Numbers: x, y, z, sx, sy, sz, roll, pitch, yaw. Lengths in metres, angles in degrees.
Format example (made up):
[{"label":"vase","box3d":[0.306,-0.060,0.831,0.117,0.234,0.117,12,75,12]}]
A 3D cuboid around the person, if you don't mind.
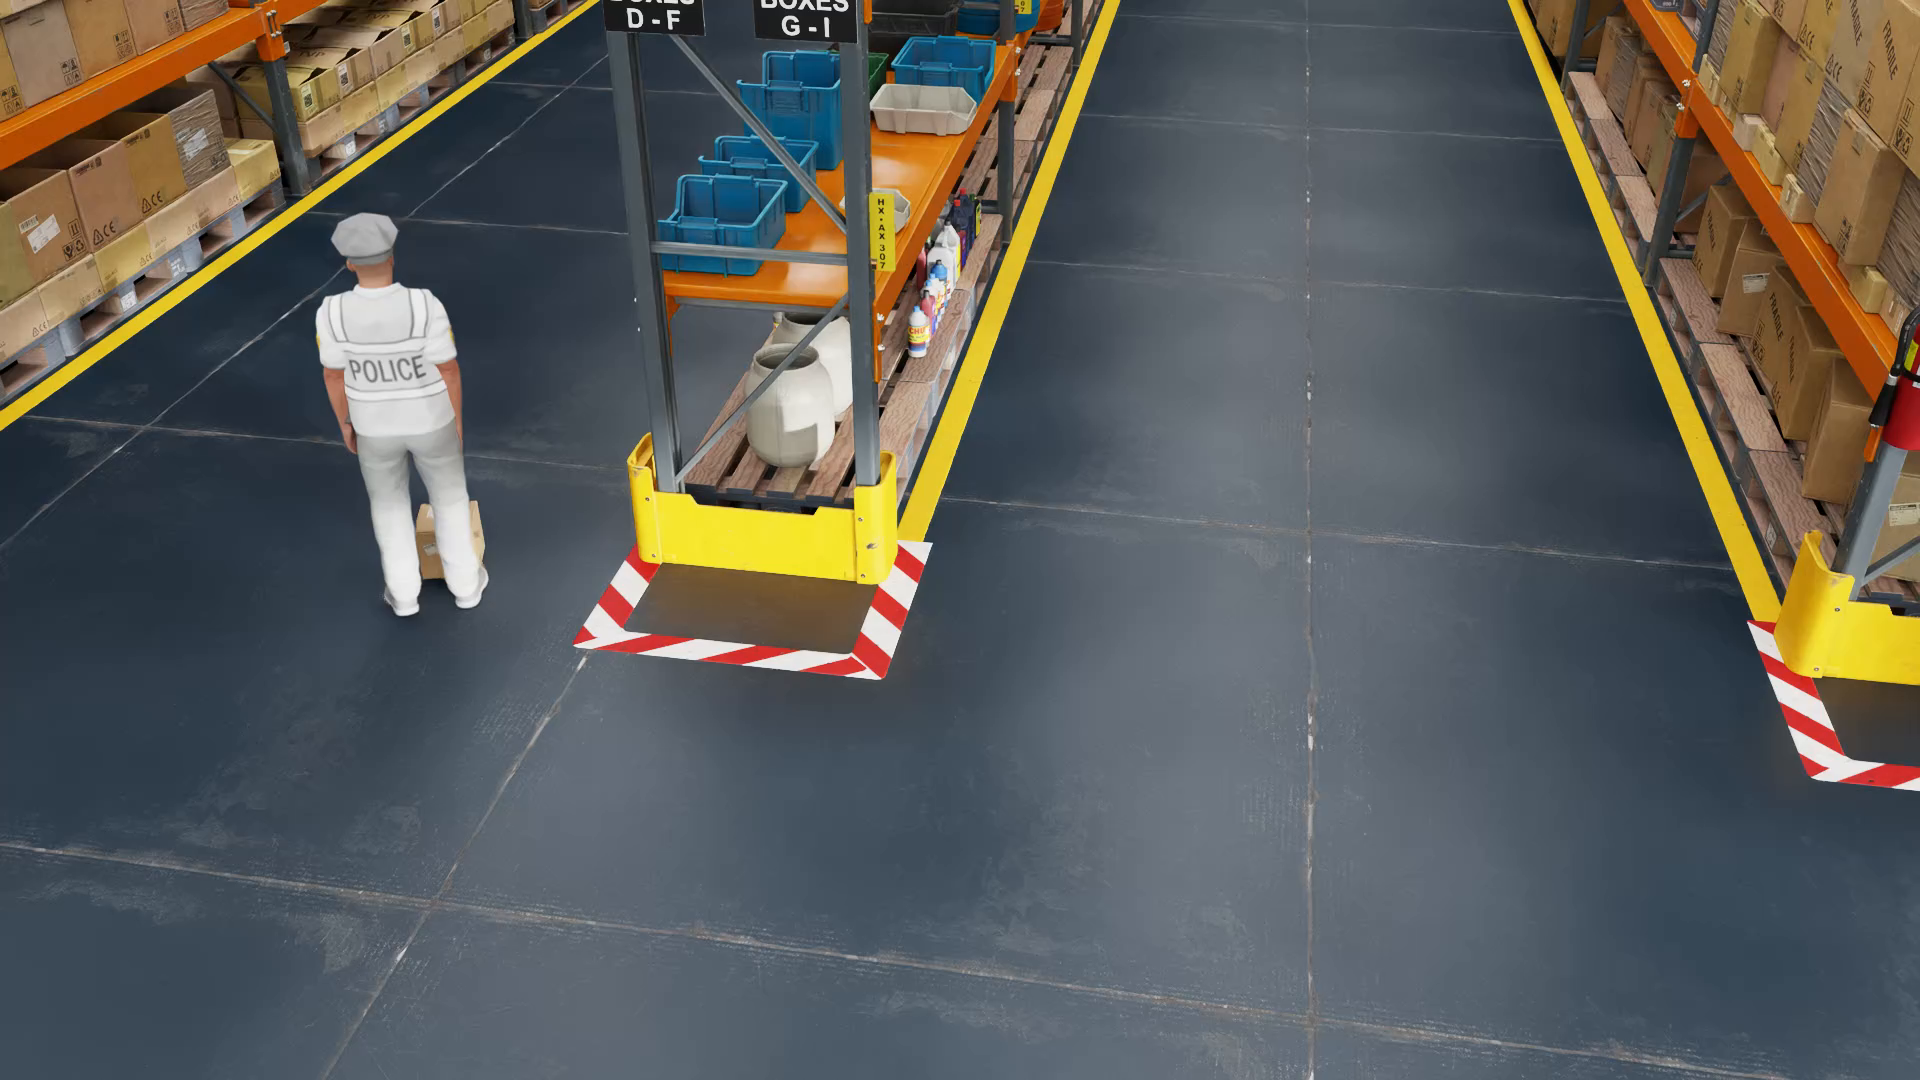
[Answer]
[{"label":"person","box3d":[-2.312,-0.494,6.910,0.534,1.786,0.393,-6,33,-10]}]
